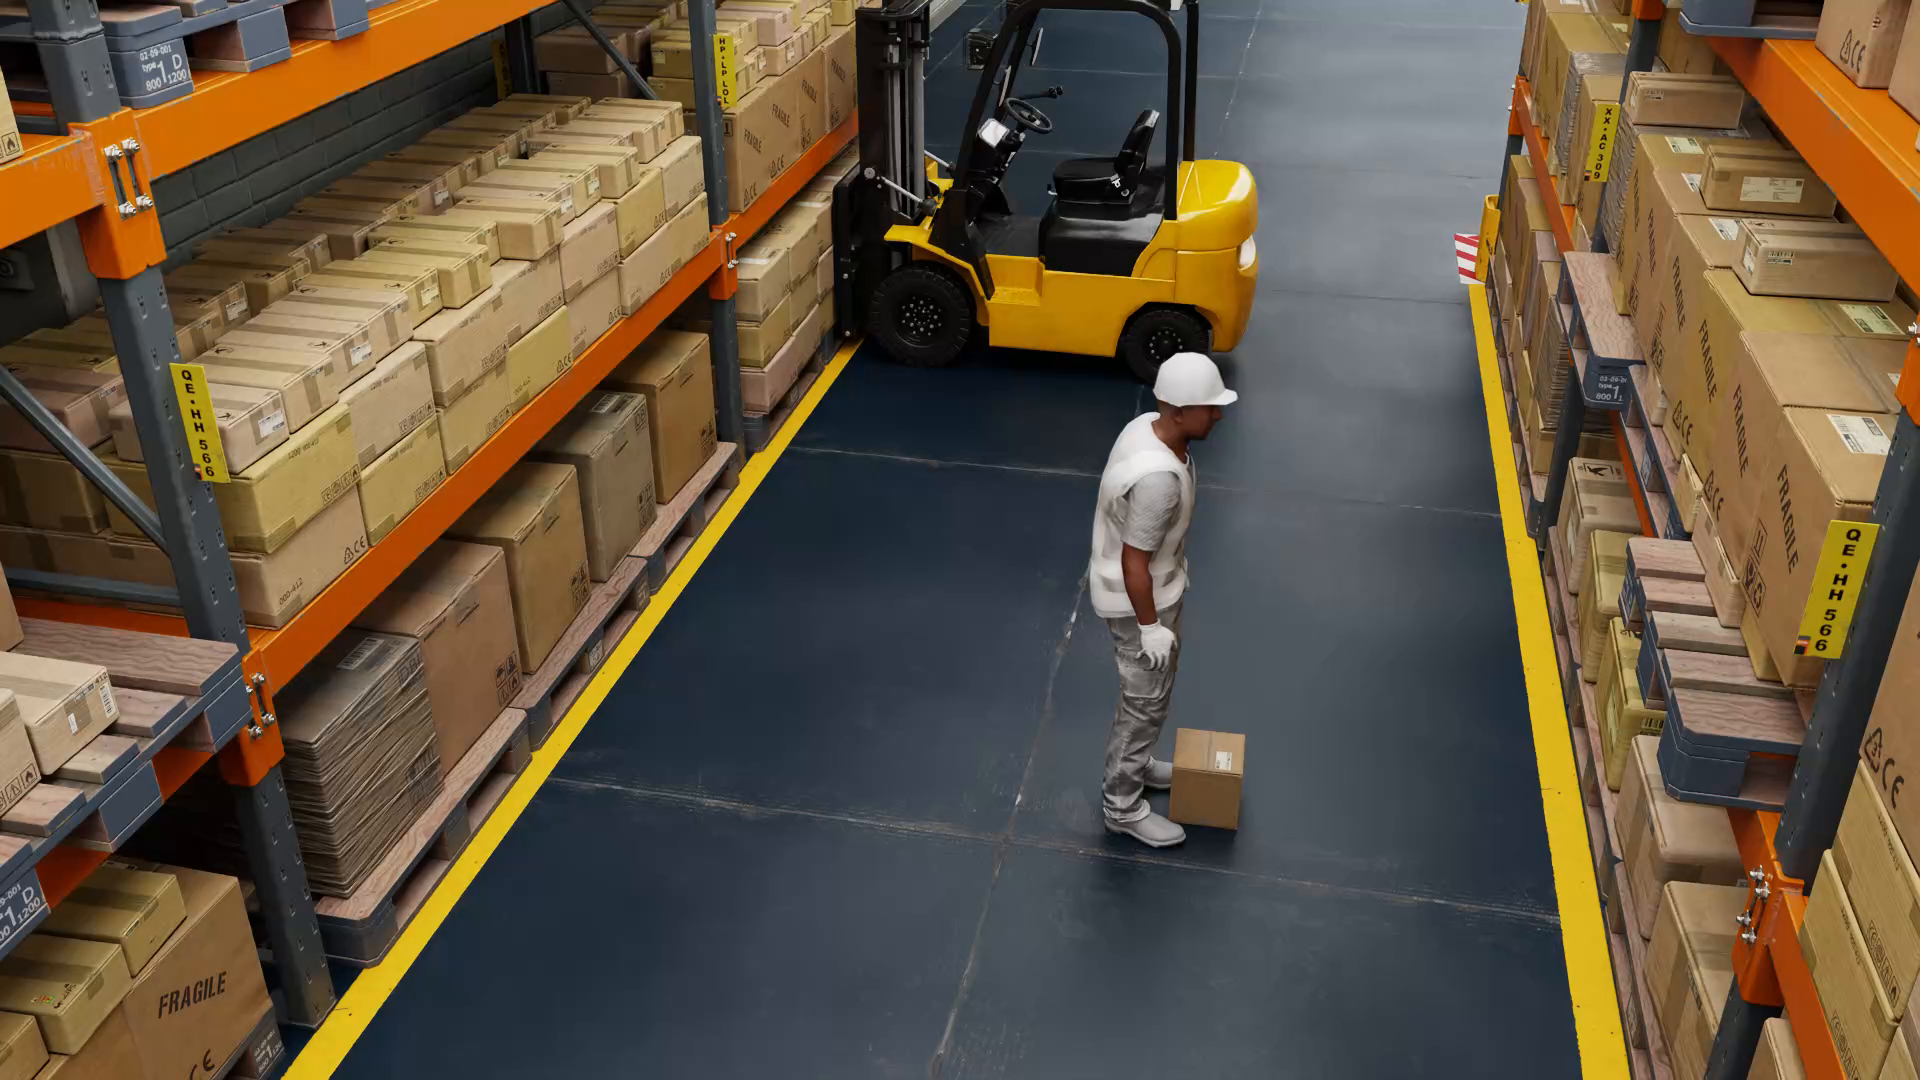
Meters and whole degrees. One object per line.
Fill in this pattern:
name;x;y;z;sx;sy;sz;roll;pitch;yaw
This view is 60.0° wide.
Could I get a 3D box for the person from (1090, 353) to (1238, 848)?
person;0.675;0.190;5.762;0.446;1.775;0.617;6;29;11
